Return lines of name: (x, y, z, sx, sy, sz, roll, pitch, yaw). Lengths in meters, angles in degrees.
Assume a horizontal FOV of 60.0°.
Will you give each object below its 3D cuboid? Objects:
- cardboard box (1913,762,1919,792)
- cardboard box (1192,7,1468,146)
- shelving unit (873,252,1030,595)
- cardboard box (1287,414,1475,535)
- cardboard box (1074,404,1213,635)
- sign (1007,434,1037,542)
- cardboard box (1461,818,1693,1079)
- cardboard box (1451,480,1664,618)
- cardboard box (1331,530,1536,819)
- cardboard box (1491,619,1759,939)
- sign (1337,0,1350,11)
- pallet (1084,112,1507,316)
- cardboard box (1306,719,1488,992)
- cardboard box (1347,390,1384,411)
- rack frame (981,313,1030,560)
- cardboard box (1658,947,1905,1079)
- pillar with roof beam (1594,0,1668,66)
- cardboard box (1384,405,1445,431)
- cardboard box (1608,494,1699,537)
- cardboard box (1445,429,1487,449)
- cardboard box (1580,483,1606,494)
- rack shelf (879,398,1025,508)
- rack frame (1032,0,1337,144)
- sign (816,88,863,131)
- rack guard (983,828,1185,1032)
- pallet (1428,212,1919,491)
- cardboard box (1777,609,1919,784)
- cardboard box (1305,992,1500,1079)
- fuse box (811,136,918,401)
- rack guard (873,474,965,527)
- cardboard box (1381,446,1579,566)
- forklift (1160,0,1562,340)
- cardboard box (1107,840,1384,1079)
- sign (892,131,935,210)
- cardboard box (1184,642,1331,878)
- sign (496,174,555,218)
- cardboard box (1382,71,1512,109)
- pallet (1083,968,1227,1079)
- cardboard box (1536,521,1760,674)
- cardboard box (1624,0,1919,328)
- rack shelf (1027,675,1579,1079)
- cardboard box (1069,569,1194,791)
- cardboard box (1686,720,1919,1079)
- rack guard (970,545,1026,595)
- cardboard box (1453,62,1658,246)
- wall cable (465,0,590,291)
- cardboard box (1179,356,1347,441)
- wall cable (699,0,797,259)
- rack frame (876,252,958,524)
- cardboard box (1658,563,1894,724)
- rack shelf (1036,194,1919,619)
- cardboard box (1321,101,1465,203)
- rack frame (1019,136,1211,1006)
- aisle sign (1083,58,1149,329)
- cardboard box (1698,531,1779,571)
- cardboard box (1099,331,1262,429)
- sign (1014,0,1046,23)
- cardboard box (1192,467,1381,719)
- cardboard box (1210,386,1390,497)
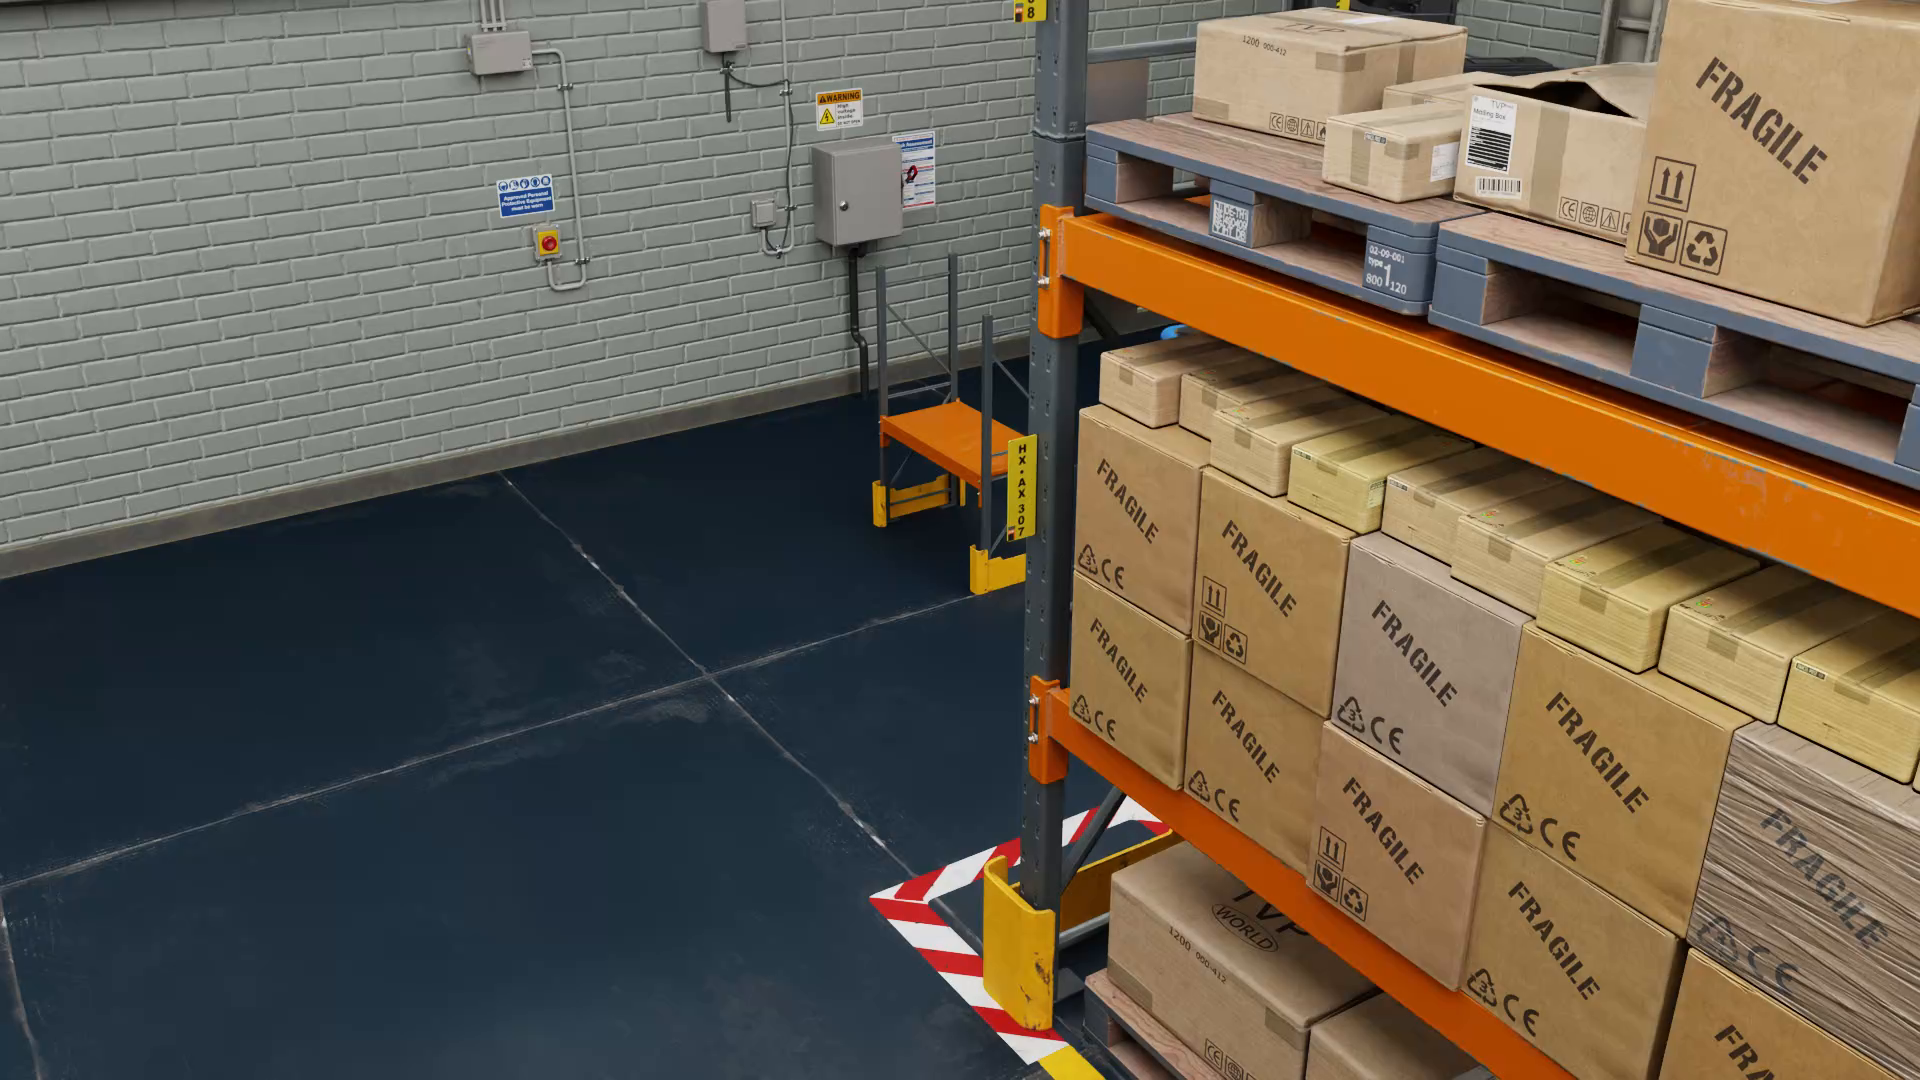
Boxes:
cardboard box: (1.901, 0.372, 2.899, 0.380, 0.149, 0.250, -16, 30, -30)
cardboard box: (0.974, -1.237, 4.409, 0.500, 0.250, 0.500, -19, 31, -34)
shelving unit: (0.042, -0.651, 8.872, 0.587, 1.500, 1.083, -16, 29, -30)
cardboard box: (1.022, -0.165, 4.038, 0.380, 0.149, 0.250, -17, 30, -31)
cardboard box: (0.676, -0.112, 4.686, 0.500, 0.500, 0.500, -16, 30, -31)
sign: (0.185, -0.153, 4.954, 0.100, 0.325, 0.005, -16, 29, -30)
cardboard box: (1.524, 0.876, 3.763, 0.500, 0.500, 0.500, -14, 29, -28)
cardboard box: (1.310, 0.015, 3.656, 0.380, 0.149, 0.250, -15, 29, -29)
cardboard box: (1.252, 0.253, 3.912, 0.500, 0.500, 0.500, -16, 30, -30)
cardboard box: (1.525, 0.431, 3.534, 0.500, 0.500, 0.500, -15, 29, -29)
sign: (1.115, -1.695, 4.870, 0.100, 0.325, 0.005, -16, 29, -30)
pallet: (1.067, -0.906, 4.246, 1.003, 0.211, 1.213, -16, 29, -30)
cardboard box: (1.236, 0.701, 4.134, 0.500, 0.500, 0.500, -16, 29, -30)
cardboard box: (1.175, -0.477, 4.698, 0.380, 0.149, 0.250, -15, 29, -29)
rack frame: (0.324, -0.466, 8.480, 0.500, 1.500, 0.032, -16, 29, -30)
cardboard box: (1.797, 1.067, 3.359, 0.500, 0.500, 0.500, -16, 30, -30)
pillar with roof beam: (0.486, -3.895, 6.960, 9.100, 9.000, 0.400, -16, 29, -30)
cardboard box: (1.387, -0.404, 4.544, 0.380, 0.149, 0.250, -16, 30, -30)
cardboard box: (1.759, -0.118, 3.939, 0.380, 0.149, 0.250, -15, 29, -28)
cardboard box: (1.490, -0.304, 4.333, 0.380, 0.149, 0.250, -15, 29, -28)
cardboard box: (1.573, -0.194, 4.100, 0.380, 0.149, 0.250, -16, 30, -30)
rack shelf: (0.047, -0.485, 8.942, 0.538, 0.185, 1.000, -16, 29, -30)
rack frame: (0.653, -2.566, 4.144, 1.000, 3.000, 0.127, -16, 29, -30)
sign: (-0.765, -2.736, 10.565, 0.339, 0.242, 0.001, -16, 29, -30)
rack guard: (0.640, 1.269, 5.977, 1.175, 0.500, 0.348, -16, 29, -30)
pallet: (1.737, -0.470, 3.321, 1.003, 0.211, 1.213, -16, 29, -30)
cardboard box: (1.757, 0.279, 3.097, 0.380, 0.149, 0.250, -16, 30, -31)
cardboard box: (1.603, 1.654, 4.742, 0.875, 0.438, 0.875, -15, 29, -28)
fuse box: (-0.605, -1.719, 10.887, 0.539, 1.711, 0.414, -16, 29, -30)
rack guard: (-0.230, -0.264, 9.516, 0.587, 0.250, 0.087, -16, 29, -30)
cardboard box: (1.210, -0.084, 3.865, 0.380, 0.149, 0.250, -15, 29, -29)
forklift: (2.642, -1.395, 8.771, 3.031, 2.935, 1.130, -2, 25, -3)
cardboard box: (1.097, 1.329, 5.431, 0.875, 0.438, 0.875, -17, 30, -31)
sign: (-0.305, -2.448, 11.033, 0.329, 0.494, 0.001, -16, 29, -30)
cardboard box: (0.974, 0.515, 4.529, 0.500, 0.500, 0.500, -16, 30, -30)
sign: (-2.519, -1.997, 9.650, 0.327, 0.218, 0.001, -16, 29, -30)
cardboard box: (1.270, -1.060, 4.152, 0.380, 0.149, 0.250, -18, 31, -33)
pallet: (1.155, 1.676, 5.453, 1.003, 0.211, 1.213, -16, 29, -30)
cardboard box: (1.426, 0.112, 3.450, 0.380, 0.149, 0.250, -16, 30, -31)
cardboard box: (1.628, -0.734, 3.051, 0.500, 0.500, 0.500, -15, 29, -29)
rack shelf: (1.745, 1.188, 4.063, 1.077, 0.370, 4.000, -16, 29, -30)
cardboard box: (0.674, 0.340, 4.898, 0.500, 0.500, 0.500, -16, 30, -30)
cardboard box: (1.792, 0.613, 3.150, 0.500, 0.500, 0.500, -15, 29, -29)
rack guard: (0.313, 0.092, 8.762, 0.587, 0.250, 0.087, -16, 29, -30)
cardboard box: (1.428, -0.857, 3.534, 0.500, 0.311, 0.500, -15, 29, -29)
wall cable: (-2.445, -2.338, 9.462, 0.585, 1.953, 0.123, -16, 29, -30)
cardboard box: (0.817, -0.375, 4.482, 0.380, 0.149, 0.250, -15, 29, -28)
wall cable: (-1.263, -2.658, 10.178, 0.588, 1.984, 0.122, -16, 29, -30)
rack frame: (-0.231, -0.830, 9.250, 0.500, 1.500, 0.032, -16, 29, -30)
cardboard box: (1.610, 0.195, 3.276, 0.380, 0.149, 0.250, -16, 29, -30)
rack shelf: (1.745, -0.169, 3.423, 1.077, 0.370, 4.000, -16, 29, -30)
cardboard box: (1.054, -0.888, 3.789, 0.380, 0.149, 0.250, -14, 29, -28)
rack frame: (0.653, 0.147, 5.425, 1.000, 3.000, 0.127, -16, 29, -30)
aisle sign: (0.371, -0.987, 4.781, 0.394, 0.787, 0.004, -16, 29, -30)
cardboard box: (1.887, -0.020, 3.731, 0.380, 0.149, 0.250, -14, 29, -28)
cardboard box: (0.615, -0.452, 4.646, 0.380, 0.149, 0.250, -15, 29, -29)
sign: (0.185, -1.513, 4.312, 0.100, 0.325, 0.005, -16, 29, -30)
cardboard box: (0.964, 0.071, 4.298, 0.500, 0.500, 0.500, -16, 30, -31)
cardboard box: (0.863, -0.255, 4.229, 0.380, 0.149, 0.250, -15, 29, -28)
